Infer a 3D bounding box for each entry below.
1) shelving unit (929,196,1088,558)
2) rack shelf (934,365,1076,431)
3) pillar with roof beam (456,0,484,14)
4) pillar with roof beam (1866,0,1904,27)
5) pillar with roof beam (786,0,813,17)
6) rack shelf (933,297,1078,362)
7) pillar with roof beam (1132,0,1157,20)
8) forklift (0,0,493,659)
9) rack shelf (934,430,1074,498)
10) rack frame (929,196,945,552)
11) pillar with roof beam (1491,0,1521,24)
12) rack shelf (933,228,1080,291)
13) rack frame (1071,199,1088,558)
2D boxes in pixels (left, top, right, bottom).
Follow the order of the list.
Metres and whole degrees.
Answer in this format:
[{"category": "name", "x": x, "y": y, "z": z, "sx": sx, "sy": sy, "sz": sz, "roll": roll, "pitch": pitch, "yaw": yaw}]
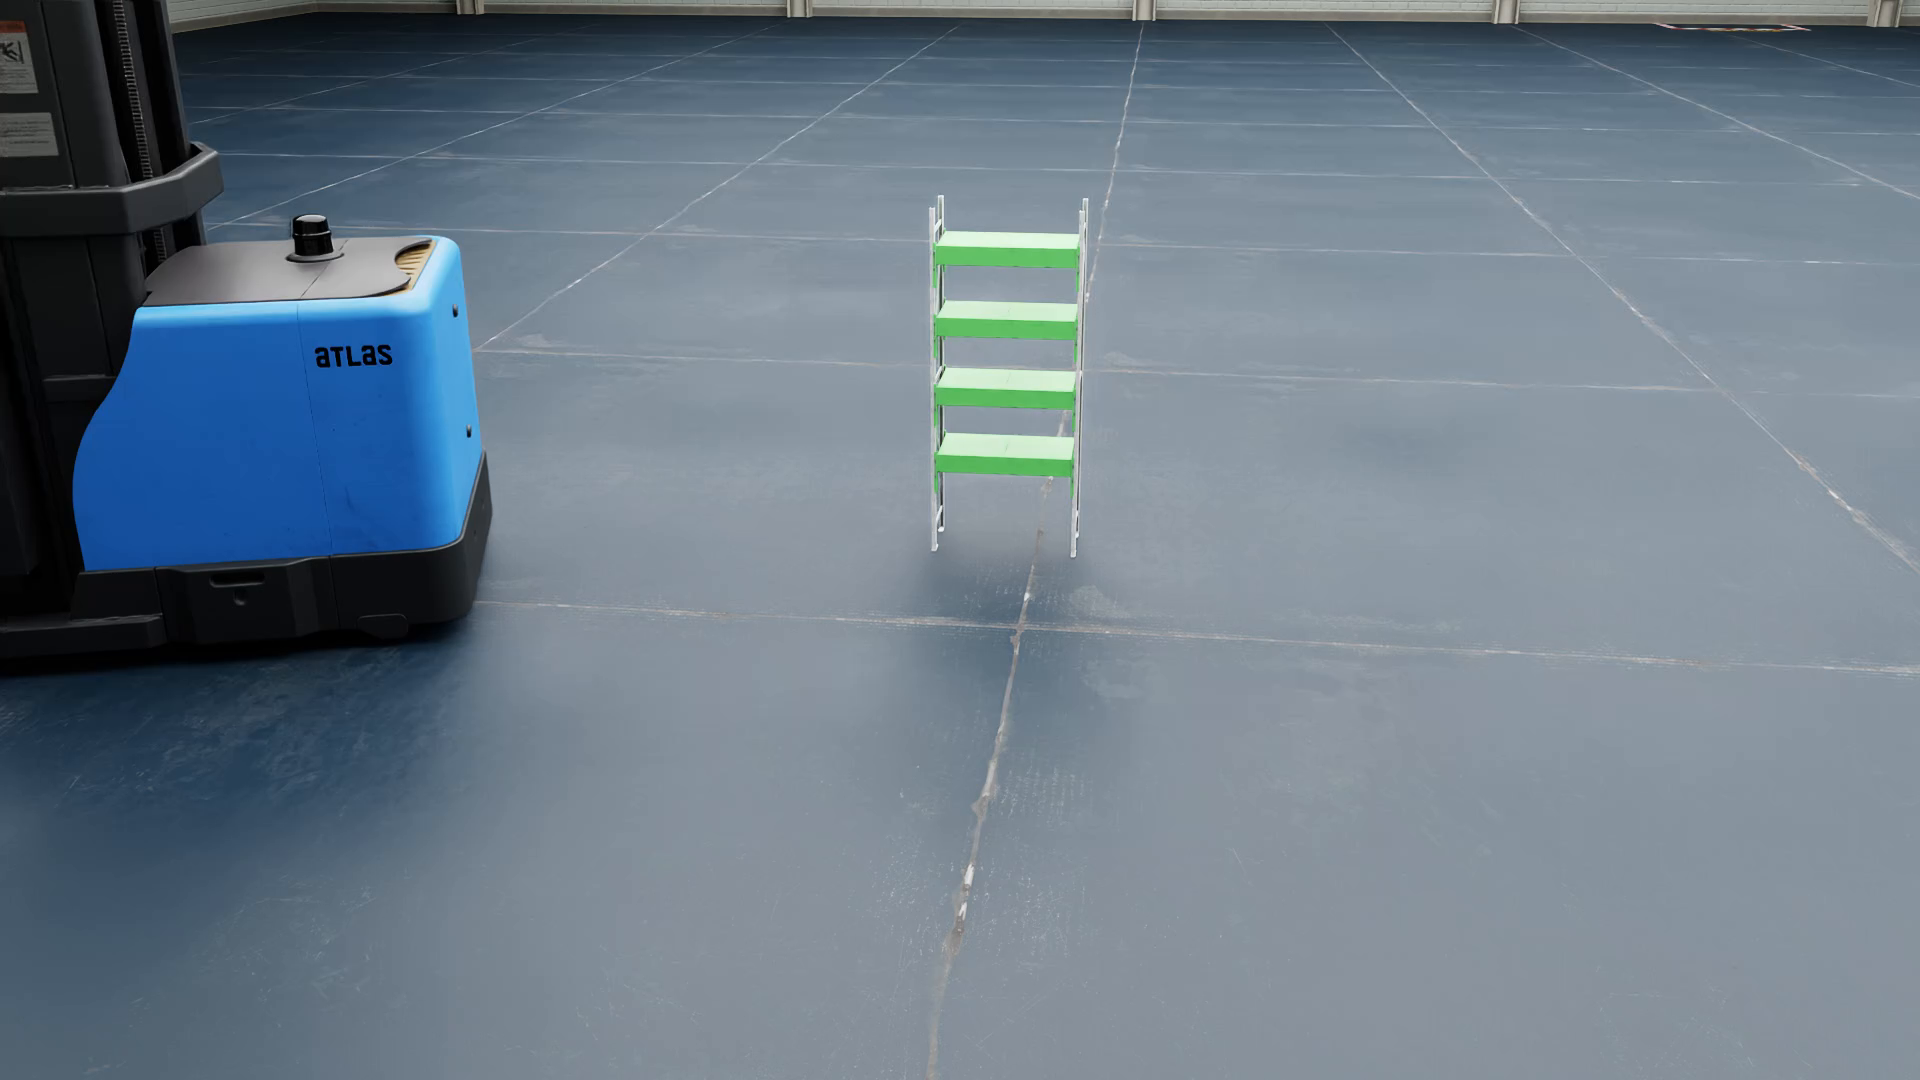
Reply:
[{"category": "shelving unit", "x": 0.164, "y": -0.551, "z": 5.701, "sx": 0.503, "sy": 1.200, "sz": 0.258, "roll": 2, "pitch": 22, "yaw": 6}, {"category": "rack shelf", "x": 0.164, "y": -0.491, "z": 5.725, "sx": 0.480, "sy": 0.148, "sz": 0.258, "roll": 2, "pitch": 22, "yaw": 6}, {"category": "pillar with roof beam", "x": -9.269, "y": -12.050, "z": 24.179, "sx": 0.400, "sy": 9.000, "sz": 9.100, "roll": 2, "pitch": 22, "yaw": 6}, {"category": "pillar with roof beam", "x": 14.564, "y": -11.011, "z": 21.553, "sx": 0.400, "sy": 9.000, "sz": 9.100, "roll": 2, "pitch": 22, "yaw": 6}, {"category": "pillar with roof beam", "x": -3.311, "y": -11.790, "z": 23.523, "sx": 0.400, "sy": 9.000, "sz": 9.100, "roll": 2, "pitch": 22, "yaw": 6}, {"category": "rack shelf", "x": 0.164, "y": -0.715, "z": 5.636, "sx": 0.480, "sy": 0.148, "sz": 0.258, "roll": 2, "pitch": 22, "yaw": 6}, {"category": "pillar with roof beam", "x": 2.648, "y": -11.531, "z": 22.866, "sx": 0.400, "sy": 9.000, "sz": 9.100, "roll": 2, "pitch": 22, "yaw": 6}, {"category": "forklift", "x": -3.095, "y": -1.137, "z": 4.830, "sx": 3.031, "sy": 2.935, "sz": 1.130, "roll": -4, "pitch": 22, "yaw": -10}, {"category": "rack shelf", "x": 0.164, "y": -0.268, "z": 5.813, "sx": 0.480, "sy": 0.148, "sz": 0.258, "roll": 2, "pitch": 22, "yaw": 6}, {"category": "rack frame", "x": -0.078, "y": -0.561, "z": 5.728, "sx": 0.015, "sy": 1.200, "sz": 0.240, "roll": 2, "pitch": 22, "yaw": 6}, {"category": "pillar with roof beam", "x": 8.606, "y": -11.271, "z": 22.209, "sx": 0.400, "sy": 9.000, "sz": 9.100, "roll": 2, "pitch": 22, "yaw": 6}, {"category": "rack shelf", "x": 0.164, "y": -0.938, "z": 5.548, "sx": 0.480, "sy": 0.148, "sz": 0.258, "roll": 2, "pitch": 22, "yaw": 6}, {"category": "rack frame", "x": 0.407, "y": -0.540, "z": 5.674, "sx": 0.015, "sy": 1.200, "sz": 0.240, "roll": 2, "pitch": 22, "yaw": 6}]
